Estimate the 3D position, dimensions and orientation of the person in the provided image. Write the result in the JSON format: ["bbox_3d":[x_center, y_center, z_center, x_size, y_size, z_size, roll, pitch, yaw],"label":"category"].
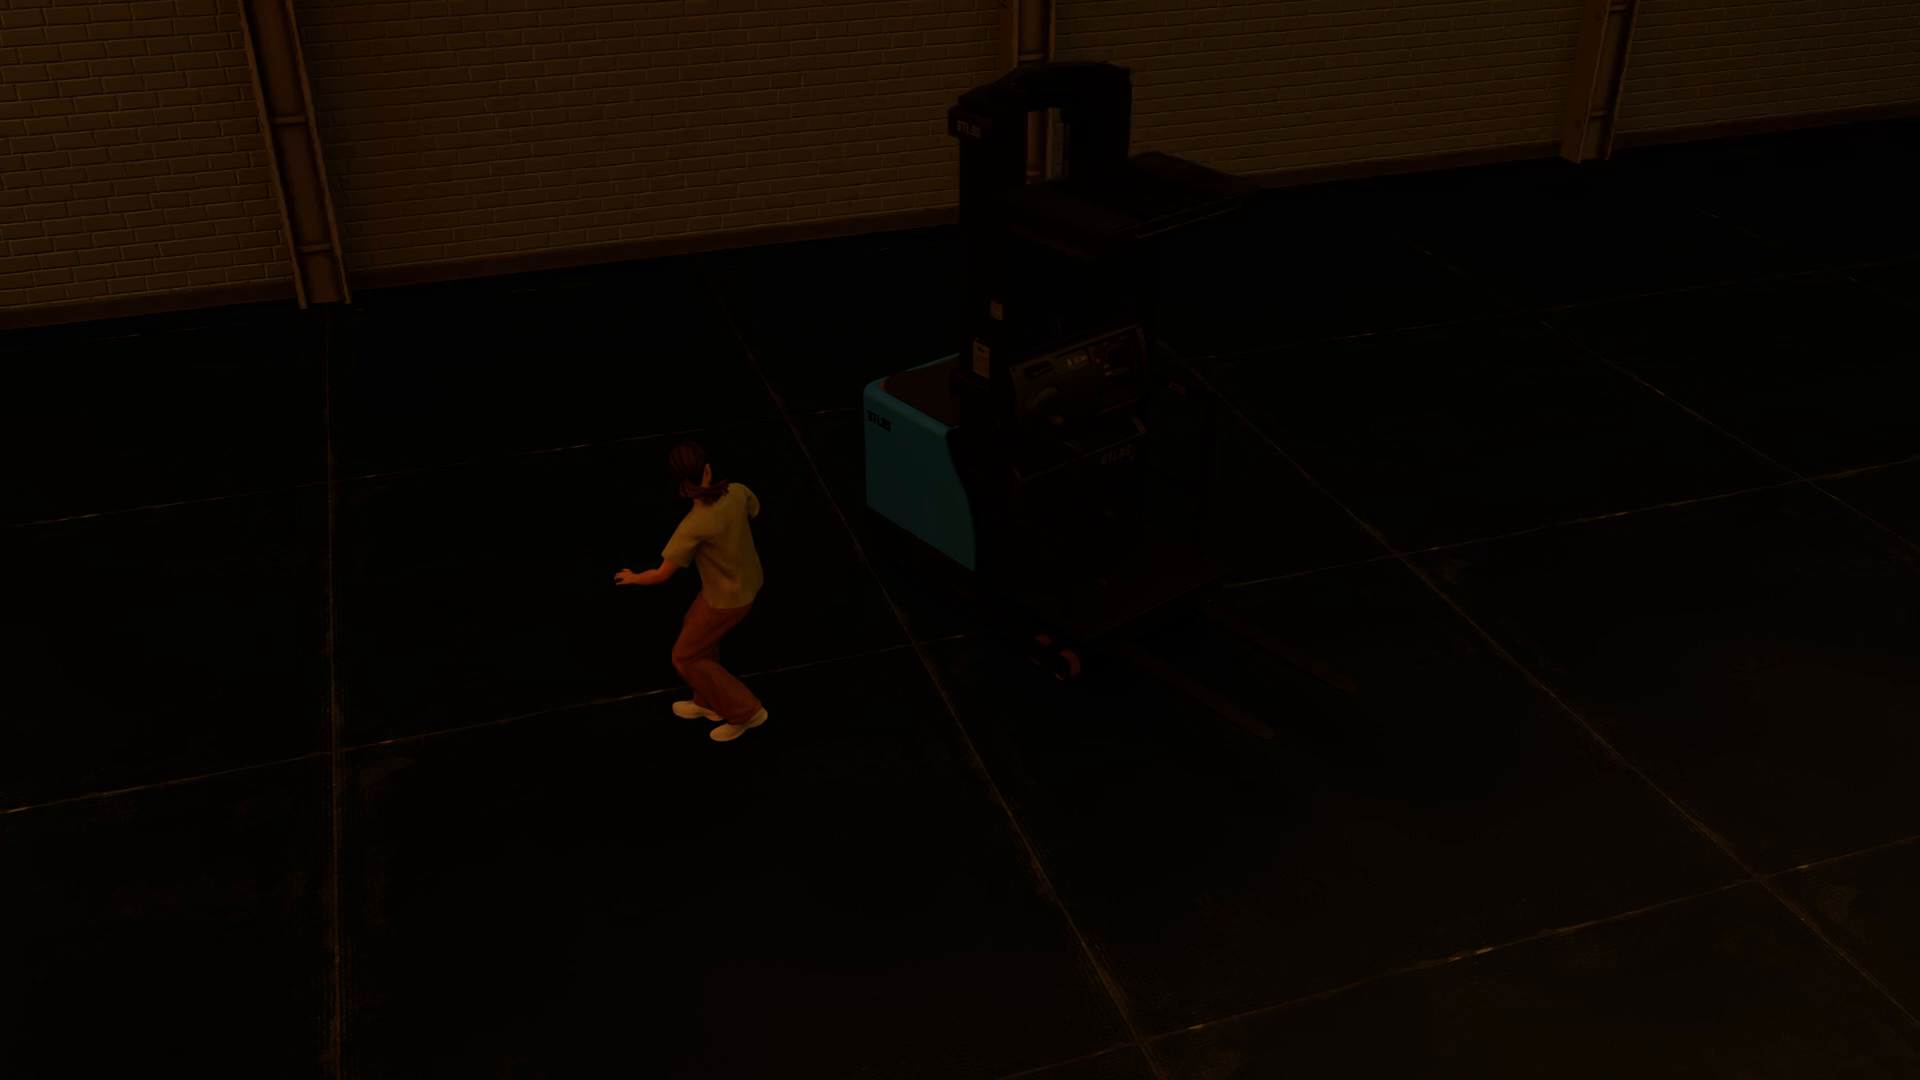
[{"bbox_3d":[-1.268,0.223,8.065,0.682,1.570,0.740,8,31,14],"label":"person"}]

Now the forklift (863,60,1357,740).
[{"bbox_3d":[0.760,-0.812,8.499,1.130,2.935,3.031,-22,37,-34],"label":"forklift"}]
